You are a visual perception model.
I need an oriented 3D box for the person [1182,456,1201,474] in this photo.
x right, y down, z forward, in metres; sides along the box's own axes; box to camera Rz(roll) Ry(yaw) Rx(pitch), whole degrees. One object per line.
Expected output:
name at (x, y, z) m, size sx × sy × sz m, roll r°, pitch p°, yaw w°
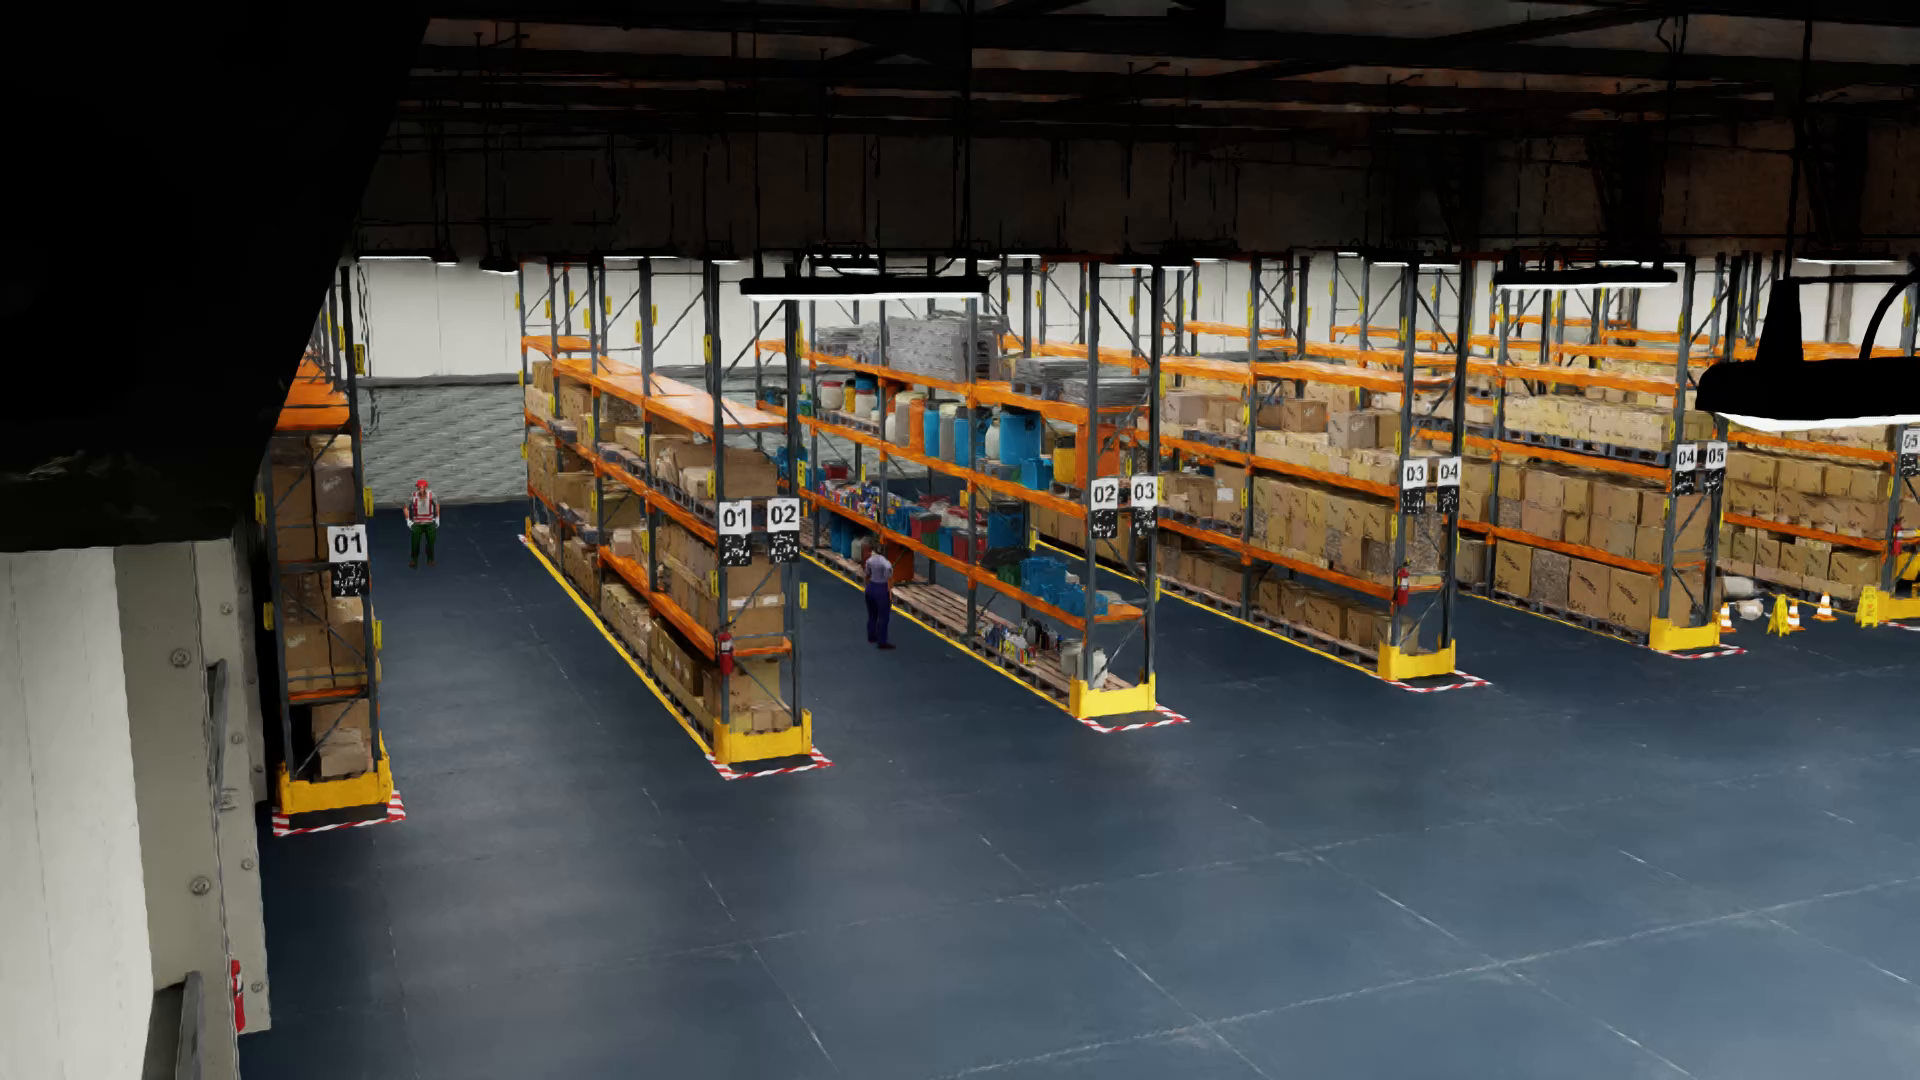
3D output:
person at (5.063, -1.076, 36.403) m, size 0.445 × 1.590 × 1.081 m, roll -5°, pitch 11°, yaw -24°

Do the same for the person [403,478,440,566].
person at (-10.373, -0.341, 32.110) m, size 0.677 × 1.742 × 0.552 m, roll -5°, pitch 11°, yaw -24°

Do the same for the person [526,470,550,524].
person at (-9.188, -1.059, 36.275) m, size 0.515 × 1.649 × 0.546 m, roll 3°, pitch 11°, yaw 14°

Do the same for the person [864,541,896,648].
person at (-1.235, 0.834, 25.843) m, size 0.533 × 1.653 × 0.426 m, roll 8°, pitch 13°, yaw 36°
